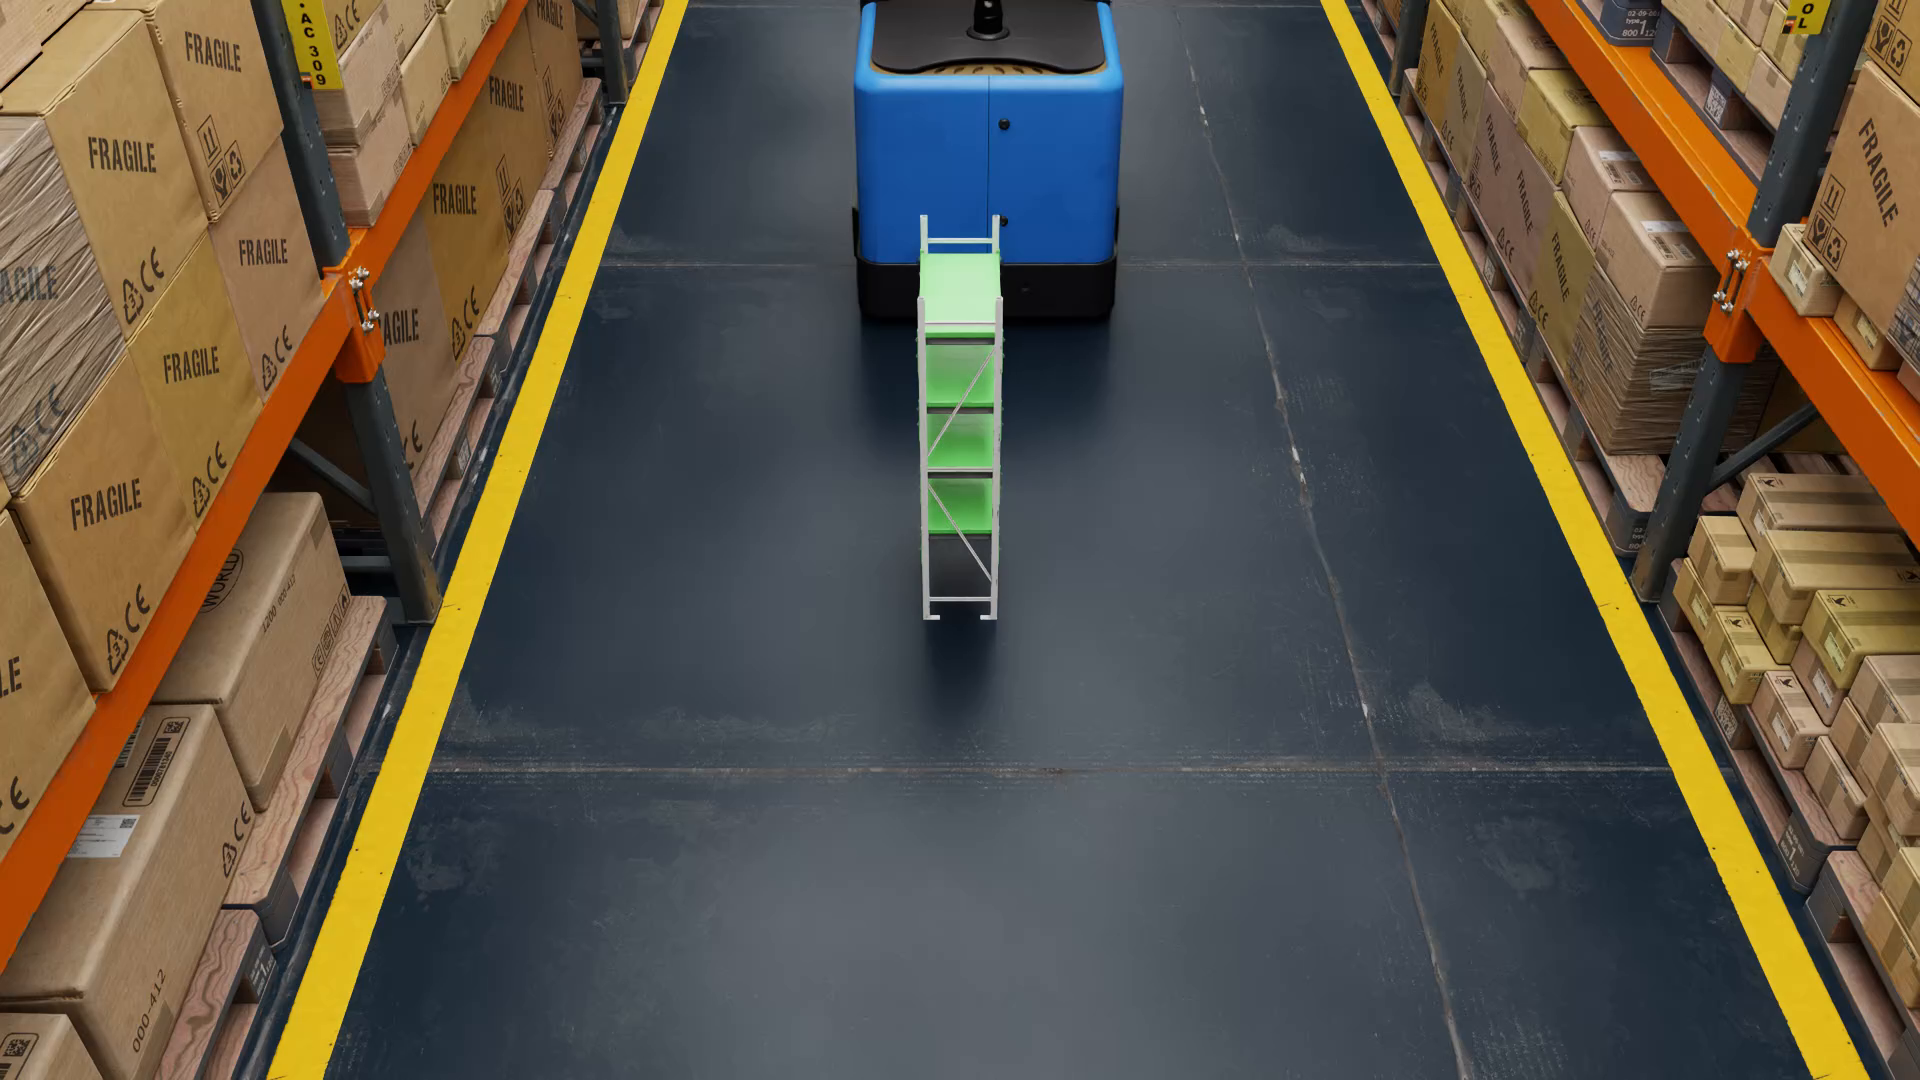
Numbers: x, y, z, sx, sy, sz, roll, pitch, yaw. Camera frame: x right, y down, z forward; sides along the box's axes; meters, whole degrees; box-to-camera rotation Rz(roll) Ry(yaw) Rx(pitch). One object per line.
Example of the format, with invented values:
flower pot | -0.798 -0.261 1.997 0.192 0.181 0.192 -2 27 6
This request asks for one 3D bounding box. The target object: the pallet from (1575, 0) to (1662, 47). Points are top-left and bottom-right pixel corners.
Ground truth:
pallet | 2.781 -2.184 6.230 1.003 0.211 1.213 0 39 0

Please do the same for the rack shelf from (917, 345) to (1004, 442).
rack shelf | 0.000 -0.502 5.135 0.258 0.148 0.480 0 39 0

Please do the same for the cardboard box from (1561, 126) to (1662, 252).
cardboard box | 2.502 -1.264 5.992 0.500 0.250 0.500 2 39 2

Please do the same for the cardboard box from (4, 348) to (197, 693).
cardboard box | -1.930 -0.042 3.324 0.500 0.500 0.500 -1 39 -1

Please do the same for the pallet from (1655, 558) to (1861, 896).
pallet | 2.779 0.512 4.942 1.003 0.211 1.213 0 39 0

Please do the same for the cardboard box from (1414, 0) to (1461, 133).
cardboard box | 2.484 -2.243 7.813 0.500 0.500 0.500 -2 39 -2

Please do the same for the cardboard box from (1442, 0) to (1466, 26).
cardboard box | 2.497 -2.547 7.593 0.500 0.250 0.500 -2 39 -2

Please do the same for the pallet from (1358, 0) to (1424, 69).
pallet | 2.812 -2.902 9.202 1.003 0.211 1.213 0 39 0

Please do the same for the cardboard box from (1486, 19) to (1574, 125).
cardboard box | 2.485 -1.920 6.811 0.500 0.250 0.500 0 39 0

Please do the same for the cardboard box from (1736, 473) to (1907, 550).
cardboard box | 2.536 -0.064 4.899 0.380 0.149 0.250 1 39 2

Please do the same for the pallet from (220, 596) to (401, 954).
pallet | -2.285 0.635 4.789 1.003 0.211 1.213 0 39 0

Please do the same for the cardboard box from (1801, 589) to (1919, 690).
cardboard box | 2.526 0.267 4.487 0.380 0.149 0.250 -1 39 -1

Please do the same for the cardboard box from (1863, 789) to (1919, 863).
cardboard box | 2.523 0.715 4.165 0.380 0.149 0.250 2 39 2

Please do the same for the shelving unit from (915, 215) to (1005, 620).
shelving unit | 0.000 -0.365 5.246 0.258 1.200 0.503 0 39 0

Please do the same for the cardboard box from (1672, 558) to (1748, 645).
cardboard box | 2.422 0.181 5.070 0.380 0.149 0.250 -2 39 -2

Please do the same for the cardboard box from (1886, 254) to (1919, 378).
cardboard box | 2.499 -0.531 3.697 0.500 0.500 0.500 0 39 0

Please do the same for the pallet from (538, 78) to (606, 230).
pallet | -2.286 -1.849 7.889 1.003 0.211 1.213 0 39 0

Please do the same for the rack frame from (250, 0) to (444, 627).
rack frame | -2.207 -0.929 4.511 1.000 3.000 0.127 0 39 0

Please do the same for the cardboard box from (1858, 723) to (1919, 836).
cardboard box | 2.468 0.589 4.084 0.380 0.149 0.250 1 39 1

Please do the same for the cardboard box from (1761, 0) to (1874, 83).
cardboard box | 2.545 -1.426 4.758 0.380 0.149 0.250 1 39 1

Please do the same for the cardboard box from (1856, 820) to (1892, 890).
cardboard box | 2.560 0.830 4.260 0.380 0.149 0.250 -2 39 -2

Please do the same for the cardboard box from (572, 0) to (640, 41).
cardboard box | -2.203 -2.922 8.763 0.950 0.372 0.625 -2 39 -3

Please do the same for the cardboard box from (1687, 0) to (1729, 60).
cardboard box | 2.545 -1.628 5.248 0.380 0.149 0.250 0 39 0

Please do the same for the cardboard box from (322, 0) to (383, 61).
cardboard box | -1.920 -1.633 4.510 0.500 0.500 0.500 0 39 0

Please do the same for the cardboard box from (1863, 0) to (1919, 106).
cardboard box | 2.499 -1.259 3.805 0.500 0.500 0.500 1 39 1

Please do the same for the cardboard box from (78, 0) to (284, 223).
cardboard box | -1.931 -1.063 3.799 0.500 0.500 0.500 0 39 0

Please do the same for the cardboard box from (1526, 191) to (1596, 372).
cardboard box | 2.489 -0.968 6.222 0.500 0.500 0.500 -1 39 -1

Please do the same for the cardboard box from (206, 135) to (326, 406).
cardboard box | -1.951 -0.678 4.118 0.500 0.500 0.500 0 39 0

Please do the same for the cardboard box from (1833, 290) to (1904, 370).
cardboard box | 2.490 -0.559 4.249 0.380 0.149 0.250 1 39 1

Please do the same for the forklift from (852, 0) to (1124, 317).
forklift | 0.109 -2.943 7.078 1.130 2.935 3.031 0 39 0

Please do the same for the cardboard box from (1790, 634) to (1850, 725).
cardboard box | 2.549 0.374 4.590 0.380 0.149 0.250 0 39 0

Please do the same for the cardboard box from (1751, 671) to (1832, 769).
cardboard box | 2.474 0.503 4.668 0.380 0.149 0.250 0 39 0

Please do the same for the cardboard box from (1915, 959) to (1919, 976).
cardboard box | 2.435 1.027 3.776 0.380 0.149 0.250 0 39 0

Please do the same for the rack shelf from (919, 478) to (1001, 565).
rack shelf | 0.000 -0.128 5.436 0.258 0.148 0.480 0 39 0

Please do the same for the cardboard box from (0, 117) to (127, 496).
cardboard box | -1.928 -0.428 3.005 0.500 0.500 0.500 0 39 1

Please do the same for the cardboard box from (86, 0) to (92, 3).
cardboard box | -1.997 -1.254 3.518 0.380 0.149 0.250 1 39 1

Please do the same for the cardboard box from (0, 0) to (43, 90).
cardboard box | -1.988 -0.940 3.126 0.380 0.149 0.250 0 39 0

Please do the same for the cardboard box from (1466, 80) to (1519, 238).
cardboard box | 2.493 -1.608 7.020 0.500 0.500 0.500 -1 39 -1

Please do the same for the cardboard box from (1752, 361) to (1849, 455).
cardboard box | 3.007 -0.646 5.821 0.500 0.500 0.500 1 39 2

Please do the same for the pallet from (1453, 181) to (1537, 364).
pallet | 2.736 -1.159 7.028 1.003 0.211 1.213 0 39 0

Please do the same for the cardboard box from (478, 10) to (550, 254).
cardboard box | -2.297 -1.775 6.930 0.875 0.875 0.875 0 39 1

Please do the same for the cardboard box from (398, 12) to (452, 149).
cardboard box | -1.946 -1.469 5.305 0.500 0.250 0.500 -1 39 -1

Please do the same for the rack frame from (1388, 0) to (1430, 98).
rack frame | 2.738 -3.497 7.715 1.000 3.000 0.127 0 39 0

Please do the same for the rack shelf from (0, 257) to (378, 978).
rack shelf | -2.205 0.603 3.175 1.077 0.370 4.000 0 39 0

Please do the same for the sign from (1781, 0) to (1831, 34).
sign | 2.187 -1.445 4.228 0.100 0.325 0.005 0 39 0

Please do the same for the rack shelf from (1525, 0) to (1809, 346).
rack shelf | 2.740 -1.966 6.379 1.077 0.370 4.000 0 39 0

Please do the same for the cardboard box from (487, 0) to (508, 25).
cardboard box | -1.922 -2.102 6.095 0.500 0.250 0.500 -1 39 -1

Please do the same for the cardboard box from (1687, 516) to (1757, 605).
cardboard box | 2.423 0.064 4.978 0.380 0.149 0.250 2 39 2

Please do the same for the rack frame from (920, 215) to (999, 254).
rack frame | 0.000 -0.517 5.436 0.240 1.200 0.015 0 39 0

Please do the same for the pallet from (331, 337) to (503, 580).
pallet | -2.284 -0.323 5.985 1.003 0.211 1.213 0 39 0

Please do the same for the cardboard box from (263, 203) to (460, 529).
cardboard box | -2.288 -0.651 5.527 0.875 0.875 0.875 1 39 1

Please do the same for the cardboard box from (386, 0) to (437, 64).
cardboard box | -1.955 -1.667 5.152 0.500 0.250 0.500 1 39 1

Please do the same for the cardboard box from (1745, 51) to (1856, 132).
cardboard box | 2.544 -1.310 4.851 0.380 0.149 0.250 -1 39 -1

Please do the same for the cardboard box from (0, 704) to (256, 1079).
cardboard box | -2.312 0.860 3.992 0.875 0.438 0.875 -1 39 -1

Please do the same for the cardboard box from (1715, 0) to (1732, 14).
cardboard box | 2.546 -1.746 5.158 0.380 0.149 0.250 2 39 2
